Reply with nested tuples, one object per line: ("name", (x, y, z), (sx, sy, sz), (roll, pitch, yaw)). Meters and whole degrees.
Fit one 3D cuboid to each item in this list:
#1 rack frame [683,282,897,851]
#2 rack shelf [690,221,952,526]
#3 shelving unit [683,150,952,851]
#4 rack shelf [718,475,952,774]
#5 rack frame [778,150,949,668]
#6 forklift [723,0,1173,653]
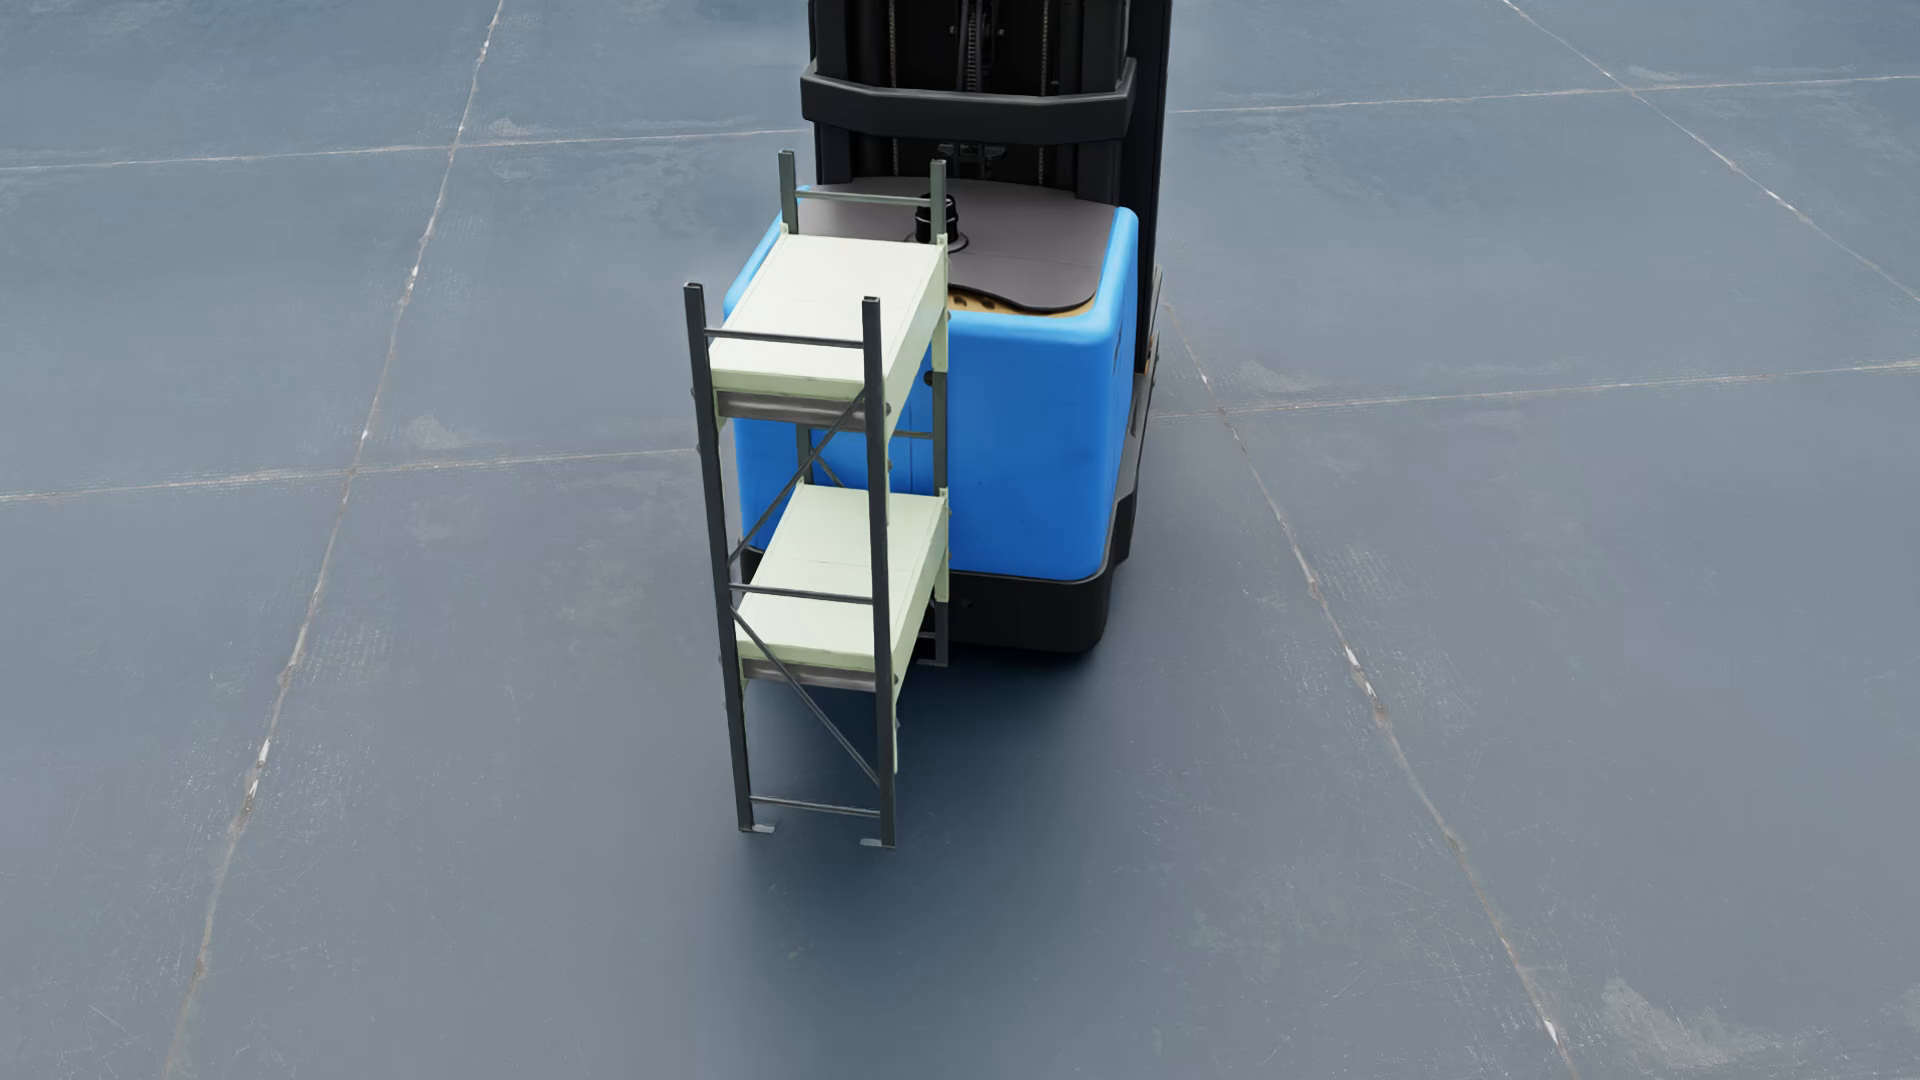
("rack frame", (-0.356, 0.125, 3.735), (0.400, 1.500, 0.023), (6, 35, 8))
("rack shelf", (-0.294, -0.401, 3.813), (0.431, 0.370, 0.720), (6, 35, 8))
("shelving unit", (-0.294, -0.078, 4.033), (0.431, 1.500, 0.755), (6, 35, 8))
("rack shelf", (-0.294, 0.191, 4.217), (0.431, 0.370, 0.720), (6, 35, 8))
("rack frame", (-0.231, -0.281, 4.331), (0.400, 1.500, 0.023), (6, 35, 8))
("forklift", (0.129, -1.716, 5.166), (1.130, 2.935, 3.031), (6, 35, 8))
